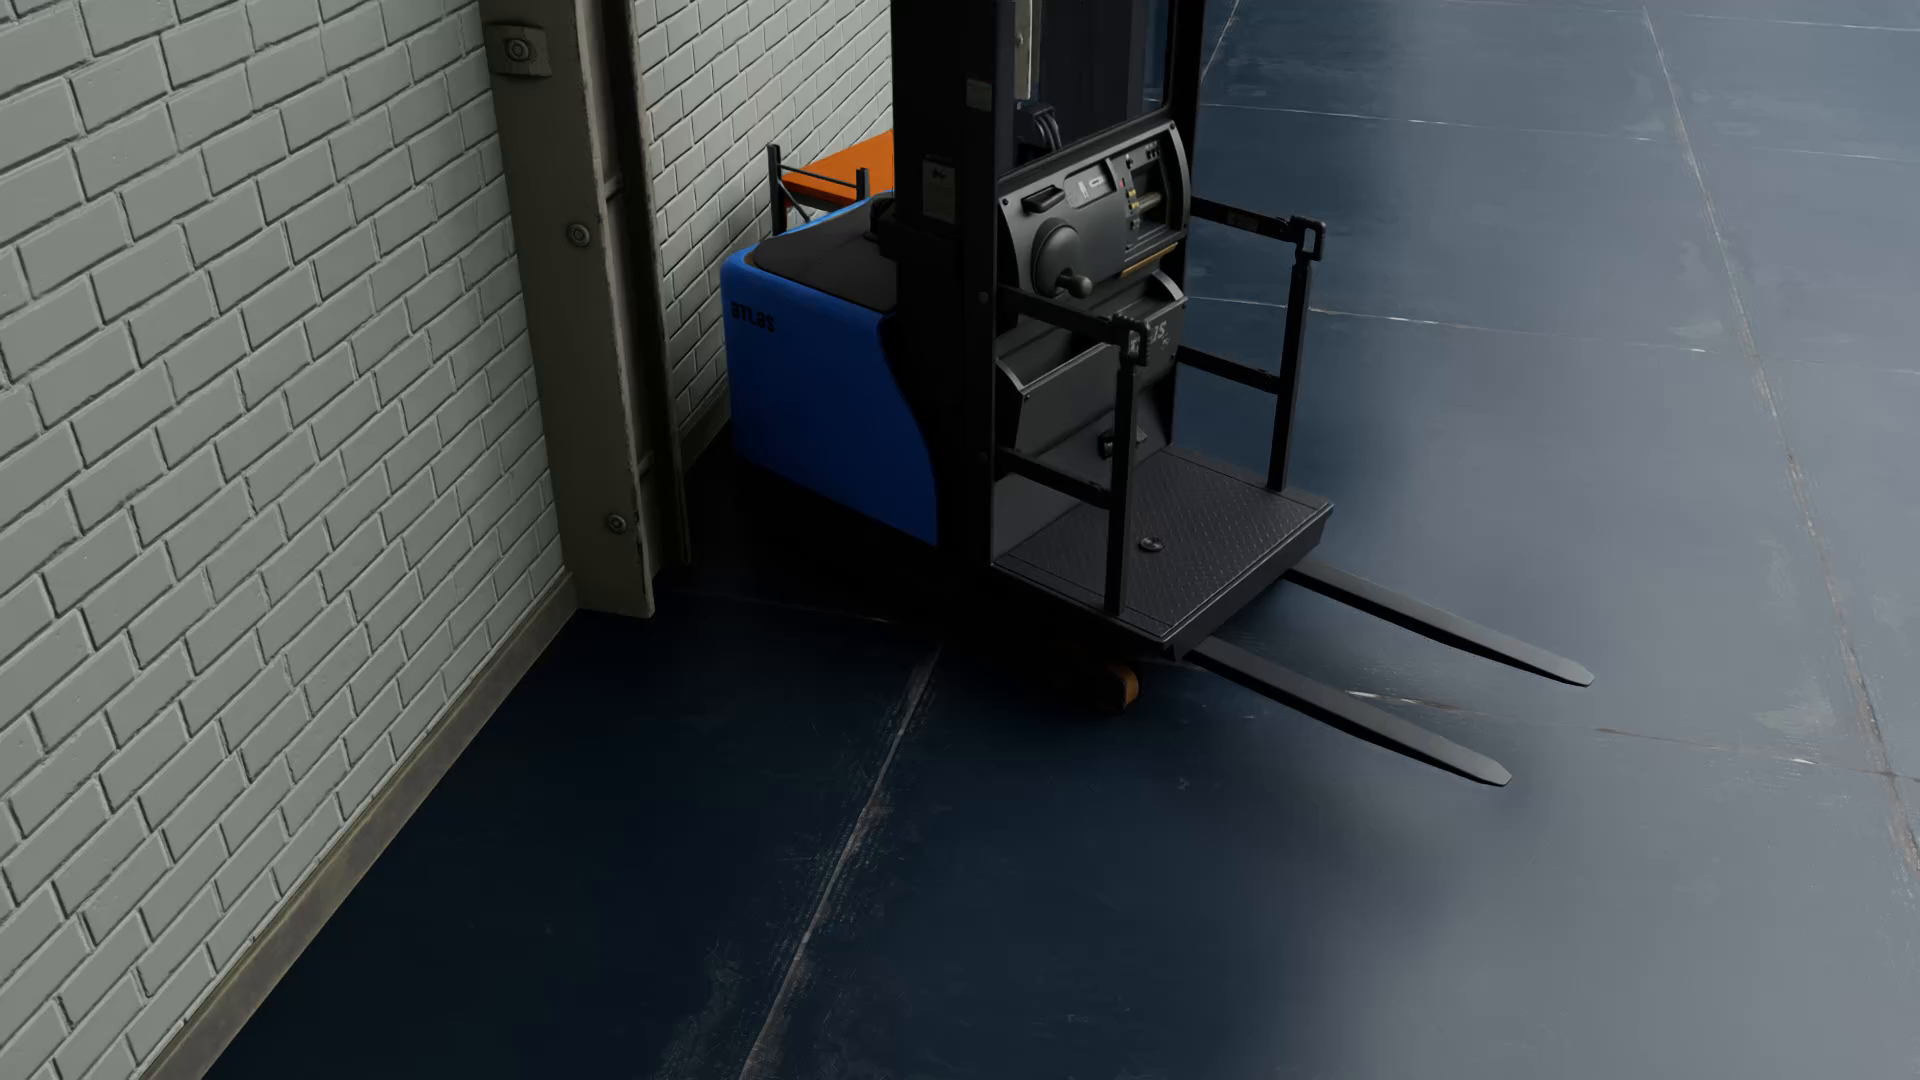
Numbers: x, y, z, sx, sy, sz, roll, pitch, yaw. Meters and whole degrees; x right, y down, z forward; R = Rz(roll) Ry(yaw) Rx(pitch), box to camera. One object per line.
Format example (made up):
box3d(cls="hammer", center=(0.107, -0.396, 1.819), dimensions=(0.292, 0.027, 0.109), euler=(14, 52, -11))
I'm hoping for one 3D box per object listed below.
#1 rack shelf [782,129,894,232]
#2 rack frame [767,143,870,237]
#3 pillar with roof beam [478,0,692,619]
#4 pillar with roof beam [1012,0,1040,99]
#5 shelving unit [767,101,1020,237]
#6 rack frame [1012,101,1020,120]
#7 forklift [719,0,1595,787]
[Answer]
box3d(cls="rack shelf", center=(-0.257, -1.492, 7.003), dimensions=(0.538, 0.278, 1.000), euler=(22, 38, 30))
box3d(cls="rack frame", center=(-0.559, -1.025, 6.814), dimensions=(0.500, 1.125, 0.032), euler=(22, 38, 30))
box3d(cls="pillar with roof beam", center=(2.978, -3.060, 2.675), dimensions=(9.100, 9.000, 0.400), euler=(8, 33, 12))
box3d(cls="pillar with roof beam", center=(4.501, -6.173, 7.573), dimensions=(9.100, 9.000, 0.400), euler=(8, 33, 12))
box3d(cls="shelving unit", center=(-0.257, -1.245, 7.160), dimensions=(0.538, 1.125, 1.048), euler=(22, 38, 30))
box3d(cls="rack frame", center=(0.045, -1.464, 7.505), dimensions=(0.500, 1.125, 0.032), euler=(22, 38, 30))
box3d(cls="forklift", center=(0.597, -1.004, 5.098), dimensions=(3.031, 2.935, 1.130), euler=(24, 40, 33))
